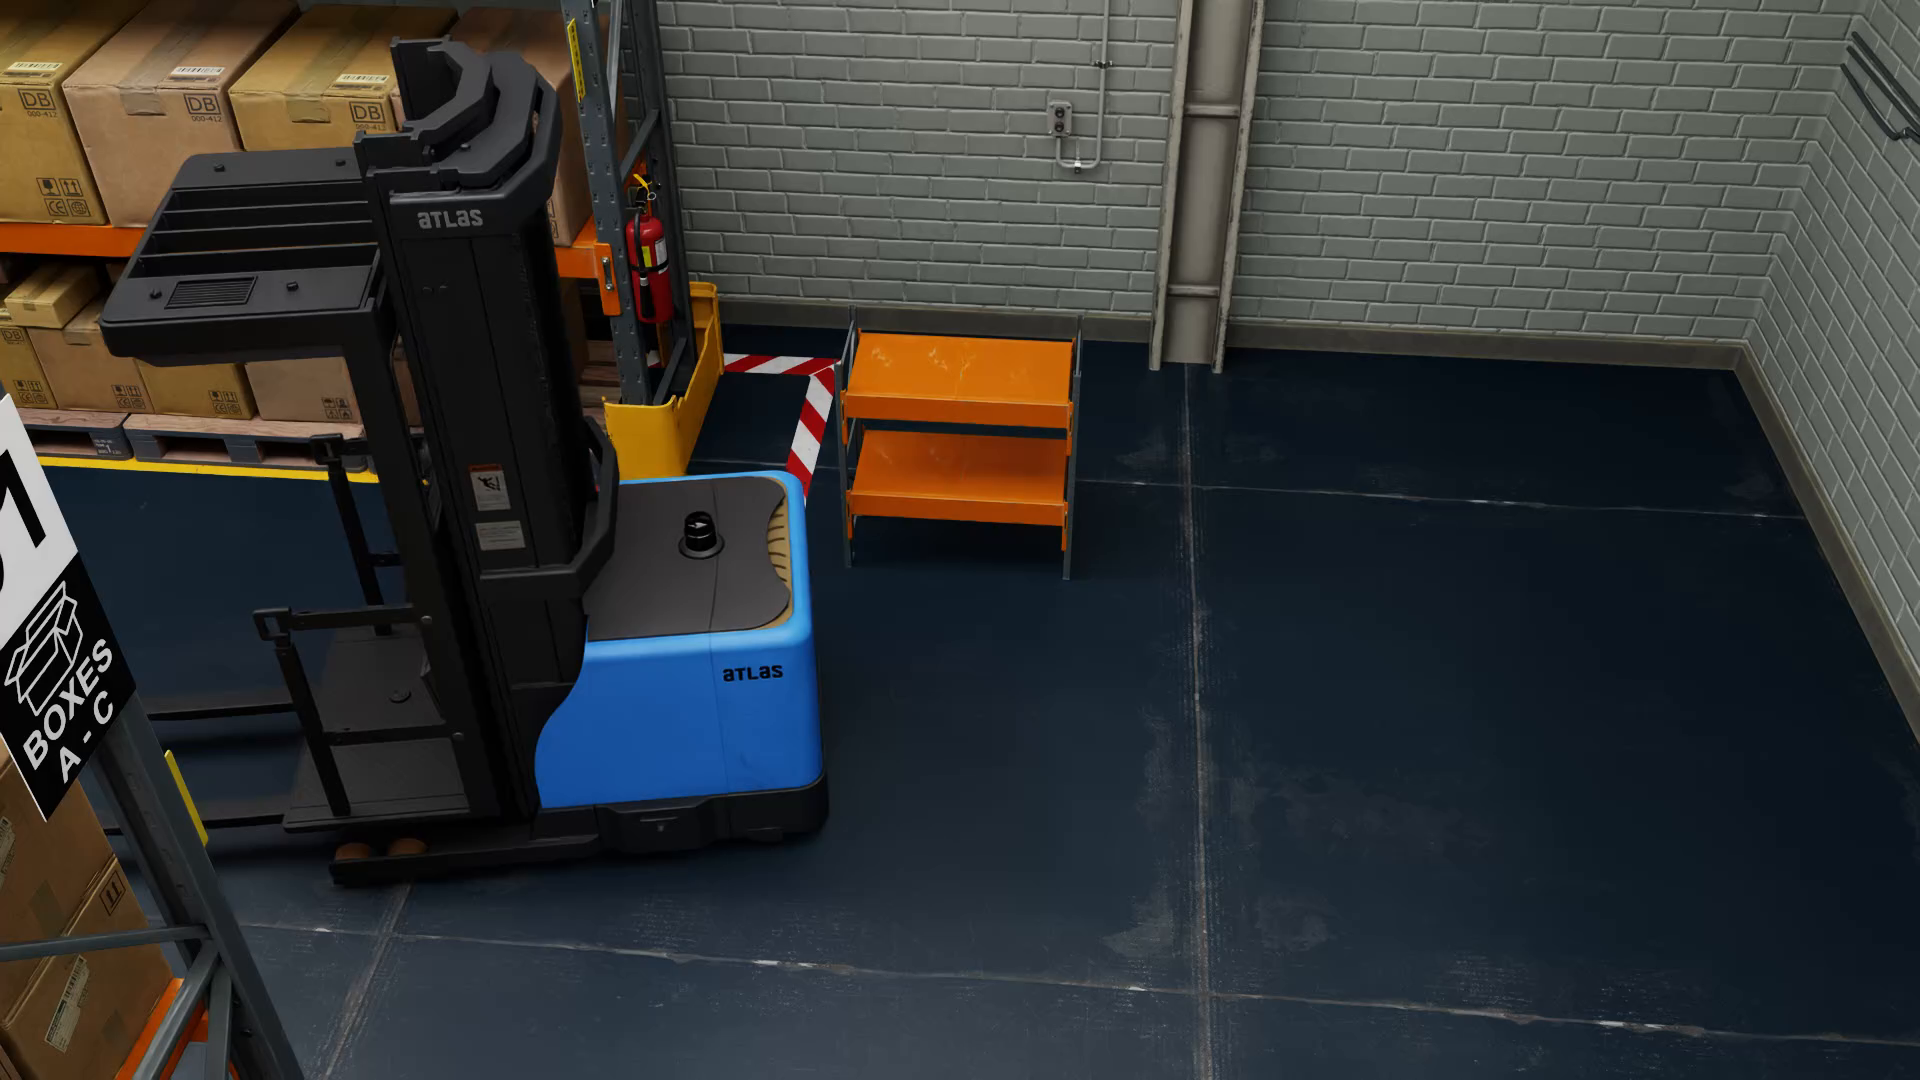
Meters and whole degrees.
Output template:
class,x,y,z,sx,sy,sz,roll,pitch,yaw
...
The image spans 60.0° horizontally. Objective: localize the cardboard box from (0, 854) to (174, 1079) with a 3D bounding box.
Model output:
class,x,y,z,sx,sy,sz,roll,pitch,yaw
cardboard box,-2.365,1.107,4.105,0.500,0.500,0.500,4,39,5

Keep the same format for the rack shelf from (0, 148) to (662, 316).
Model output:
class,x,y,z,sx,sy,sz,roll,pitch,yaw
rack shelf,-3.515,-1.609,8.091,4.000,0.370,1.077,3,39,4

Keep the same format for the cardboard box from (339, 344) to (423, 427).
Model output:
class,x,y,z,sx,sy,sz,roll,pitch,yaw
cardboard box,-2.727,-0.975,8.390,0.500,0.500,0.700,3,39,4

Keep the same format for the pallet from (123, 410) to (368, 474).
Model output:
class,x,y,z,sx,sy,sz,roll,pitch,yaw
pallet,-3.537,-0.760,8.687,1.213,0.211,1.003,3,39,4

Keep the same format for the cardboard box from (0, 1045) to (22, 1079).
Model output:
class,x,y,z,sx,sy,sz,roll,pitch,yaw
cardboard box,-2.415,1.444,3.691,0.500,0.500,0.500,4,39,5

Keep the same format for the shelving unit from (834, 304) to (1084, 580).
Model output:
class,x,y,z,sx,sy,sz,roll,pitch,yaw
shelving unit,0.007,-0.436,7.565,1.048,1.125,0.538,3,39,4

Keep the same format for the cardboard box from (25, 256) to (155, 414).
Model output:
class,x,y,z,sx,sy,sz,roll,pitch,yaw
cardboard box,-4.271,-1.056,8.489,0.500,0.500,0.700,3,39,3

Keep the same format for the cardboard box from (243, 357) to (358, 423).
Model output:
class,x,y,z,sx,sy,sz,roll,pitch,yaw
cardboard box,-3.228,-1.002,8.423,0.500,0.500,0.700,2,39,2

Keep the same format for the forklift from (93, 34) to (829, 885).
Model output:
class,x,y,z,sx,sy,sz,roll,pitch,yaw
forklift,-2.064,-0.183,5.824,3.031,2.935,1.130,-4,39,-5

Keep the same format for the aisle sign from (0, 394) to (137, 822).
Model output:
class,x,y,z,sx,sy,sz,roll,pitch,yaw
aisle sign,-1.852,0.147,3.304,0.004,0.787,0.394,3,39,4

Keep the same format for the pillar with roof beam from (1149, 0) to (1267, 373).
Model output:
class,x,y,z,sx,sy,sz,roll,pitch,yaw
pillar with roof beam,0.871,-1.796,2.998,0.400,9.000,9.100,3,39,4

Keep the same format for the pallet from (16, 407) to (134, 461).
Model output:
class,x,y,z,sx,sy,sz,roll,pitch,yaw
pallet,-4.756,-0.825,8.767,1.213,0.211,1.003,3,39,4

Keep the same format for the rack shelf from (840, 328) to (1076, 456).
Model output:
class,x,y,z,sx,sy,sz,roll,pitch,yaw
rack shelf,0.007,-0.663,7.380,1.000,0.278,0.538,3,39,4

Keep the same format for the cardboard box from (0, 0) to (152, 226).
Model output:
class,x,y,z,sx,sy,sz,roll,pitch,yaw
cardboard box,-4.241,-2.031,7.801,0.700,0.700,0.980,2,39,3

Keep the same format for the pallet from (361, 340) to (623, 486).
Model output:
class,x,y,z,sx,sy,sz,roll,pitch,yaw
pallet,-2.325,-0.692,8.604,1.213,0.211,1.003,3,39,4

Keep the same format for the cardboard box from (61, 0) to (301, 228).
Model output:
class,x,y,z,sx,sy,sz,roll,pitch,yaw
cardboard box,-3.516,-1.997,7.760,0.700,0.700,0.980,1,39,2

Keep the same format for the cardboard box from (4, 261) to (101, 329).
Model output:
class,x,y,z,sx,sy,sz,roll,pitch,yaw
cardboard box,-4.445,-1.204,8.157,0.250,0.149,0.380,4,39,5

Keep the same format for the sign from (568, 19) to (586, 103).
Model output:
class,x,y,z,sx,sy,sz,roll,pitch,yaw
sign,-1.583,-1.980,6.872,0.005,0.325,0.100,3,39,4

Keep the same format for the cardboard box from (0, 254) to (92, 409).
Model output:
class,x,y,z,sx,sy,sz,roll,pitch,yaw
cardboard box,-4.771,-1.086,8.525,0.500,0.500,0.700,4,39,4

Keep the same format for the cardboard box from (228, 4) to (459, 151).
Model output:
class,x,y,z,sx,sy,sz,roll,pitch,yaw
cardboard box,-2.757,-1.950,7.702,0.700,0.700,0.980,3,39,3

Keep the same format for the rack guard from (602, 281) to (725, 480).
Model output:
class,x,y,z,sx,sy,sz,roll,pitch,yaw
rack guard,-1.498,-0.809,8.518,0.348,0.500,1.175,3,39,4

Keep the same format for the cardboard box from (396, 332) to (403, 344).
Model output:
class,x,y,z,sx,sy,sz,roll,pitch,yaw
cardboard box,-2.626,-1.106,8.036,0.250,0.149,0.380,4,39,5

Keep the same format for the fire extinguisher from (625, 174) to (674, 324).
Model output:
class,x,y,z,sx,sy,sz,roll,pitch,yaw
fire extinguisher,-1.412,-1.306,7.506,0.183,0.674,0.296,3,39,4

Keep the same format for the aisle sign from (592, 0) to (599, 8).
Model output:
class,x,y,z,sx,sy,sz,roll,pitch,yaw
aisle sign,-1.476,-2.595,6.673,0.004,0.787,0.394,3,39,4

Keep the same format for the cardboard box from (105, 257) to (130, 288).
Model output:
class,x,y,z,sx,sy,sz,roll,pitch,yaw
cardboard box,-4.111,-1.428,8.433,0.250,0.149,0.380,2,39,2

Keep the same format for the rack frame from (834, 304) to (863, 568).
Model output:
class,x,y,z,sx,sy,sz,roll,pitch,yaw
rack frame,-0.500,-0.464,7.599,0.032,1.125,0.500,3,39,4

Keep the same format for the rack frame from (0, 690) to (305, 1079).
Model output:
class,x,y,z,sx,sy,sz,roll,pitch,yaw
rack frame,-1.946,1.336,3.903,0.127,3.000,1.000,3,39,4

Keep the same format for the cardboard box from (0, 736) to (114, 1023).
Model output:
class,x,y,z,sx,sy,sz,roll,pitch,yaw
cardboard box,-2.365,0.720,3.789,0.500,0.500,0.500,4,39,5

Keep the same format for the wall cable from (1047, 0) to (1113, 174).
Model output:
class,x,y,z,sx,sy,sz,roll,pitch,yaw
wall cable,-0.165,-2.699,8.055,1.851,1.984,0.084,3,39,4

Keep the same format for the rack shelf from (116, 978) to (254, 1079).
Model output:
class,x,y,z,sx,sy,sz,roll,pitch,yaw
rack shelf,-3.938,1.506,4.264,4.000,0.370,1.077,3,39,4

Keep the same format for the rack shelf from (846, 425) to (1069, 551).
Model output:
class,x,y,z,sx,sy,sz,roll,pitch,yaw
rack shelf,0.007,-0.246,7.719,1.000,0.278,0.538,3,39,4

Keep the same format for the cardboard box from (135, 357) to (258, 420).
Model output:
class,x,y,z,sx,sy,sz,roll,pitch,yaw
cardboard box,-3.760,-1.027,8.453,0.500,0.500,0.700,4,39,5

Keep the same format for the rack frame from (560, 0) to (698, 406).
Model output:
class,x,y,z,sx,sy,sz,roll,pitch,yaw
rack frame,-1.522,-1.779,7.730,0.127,3.000,1.000,3,39,4

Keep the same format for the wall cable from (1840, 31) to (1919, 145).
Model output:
class,x,y,z,sx,sy,sz,roll,pitch,yaw
wall cable,4.082,-2.369,6.162,0.112,2.526,3.097,3,39,4

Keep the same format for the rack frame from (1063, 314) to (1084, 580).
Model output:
class,x,y,z,sx,sy,sz,roll,pitch,yaw
rack frame,0.513,-0.408,7.531,0.032,1.125,0.500,3,39,4

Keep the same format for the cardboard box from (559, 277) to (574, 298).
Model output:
class,x,y,z,sx,sy,sz,roll,pitch,yaw
cardboard box,-2.086,-1.319,8.298,0.250,0.149,0.380,3,39,4

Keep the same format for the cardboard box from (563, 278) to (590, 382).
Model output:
class,x,y,z,sx,sy,sz,roll,pitch,yaw
cardboard box,-2.228,-0.948,8.357,0.500,0.500,0.700,3,39,4

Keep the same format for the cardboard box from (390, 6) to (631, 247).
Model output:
class,x,y,z,sx,sy,sz,roll,pitch,yaw
cardboard box,-2.031,-1.917,7.662,0.700,0.700,0.980,5,39,6

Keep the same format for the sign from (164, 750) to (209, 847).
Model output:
class,x,y,z,sx,sy,sz,roll,pitch,yaw
sign,-1.899,0.659,4.049,0.005,0.325,0.100,3,39,4

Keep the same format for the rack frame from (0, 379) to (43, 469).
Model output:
class,x,y,z,sx,sy,sz,roll,pitch,yaw
rack frame,-1.946,-0.990,2.009,0.127,3.000,1.000,3,39,4

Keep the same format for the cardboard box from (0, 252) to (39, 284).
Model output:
class,x,y,z,sx,sy,sz,roll,pitch,yaw
cardboard box,-4.898,-1.470,8.484,0.250,0.149,0.380,3,39,4
